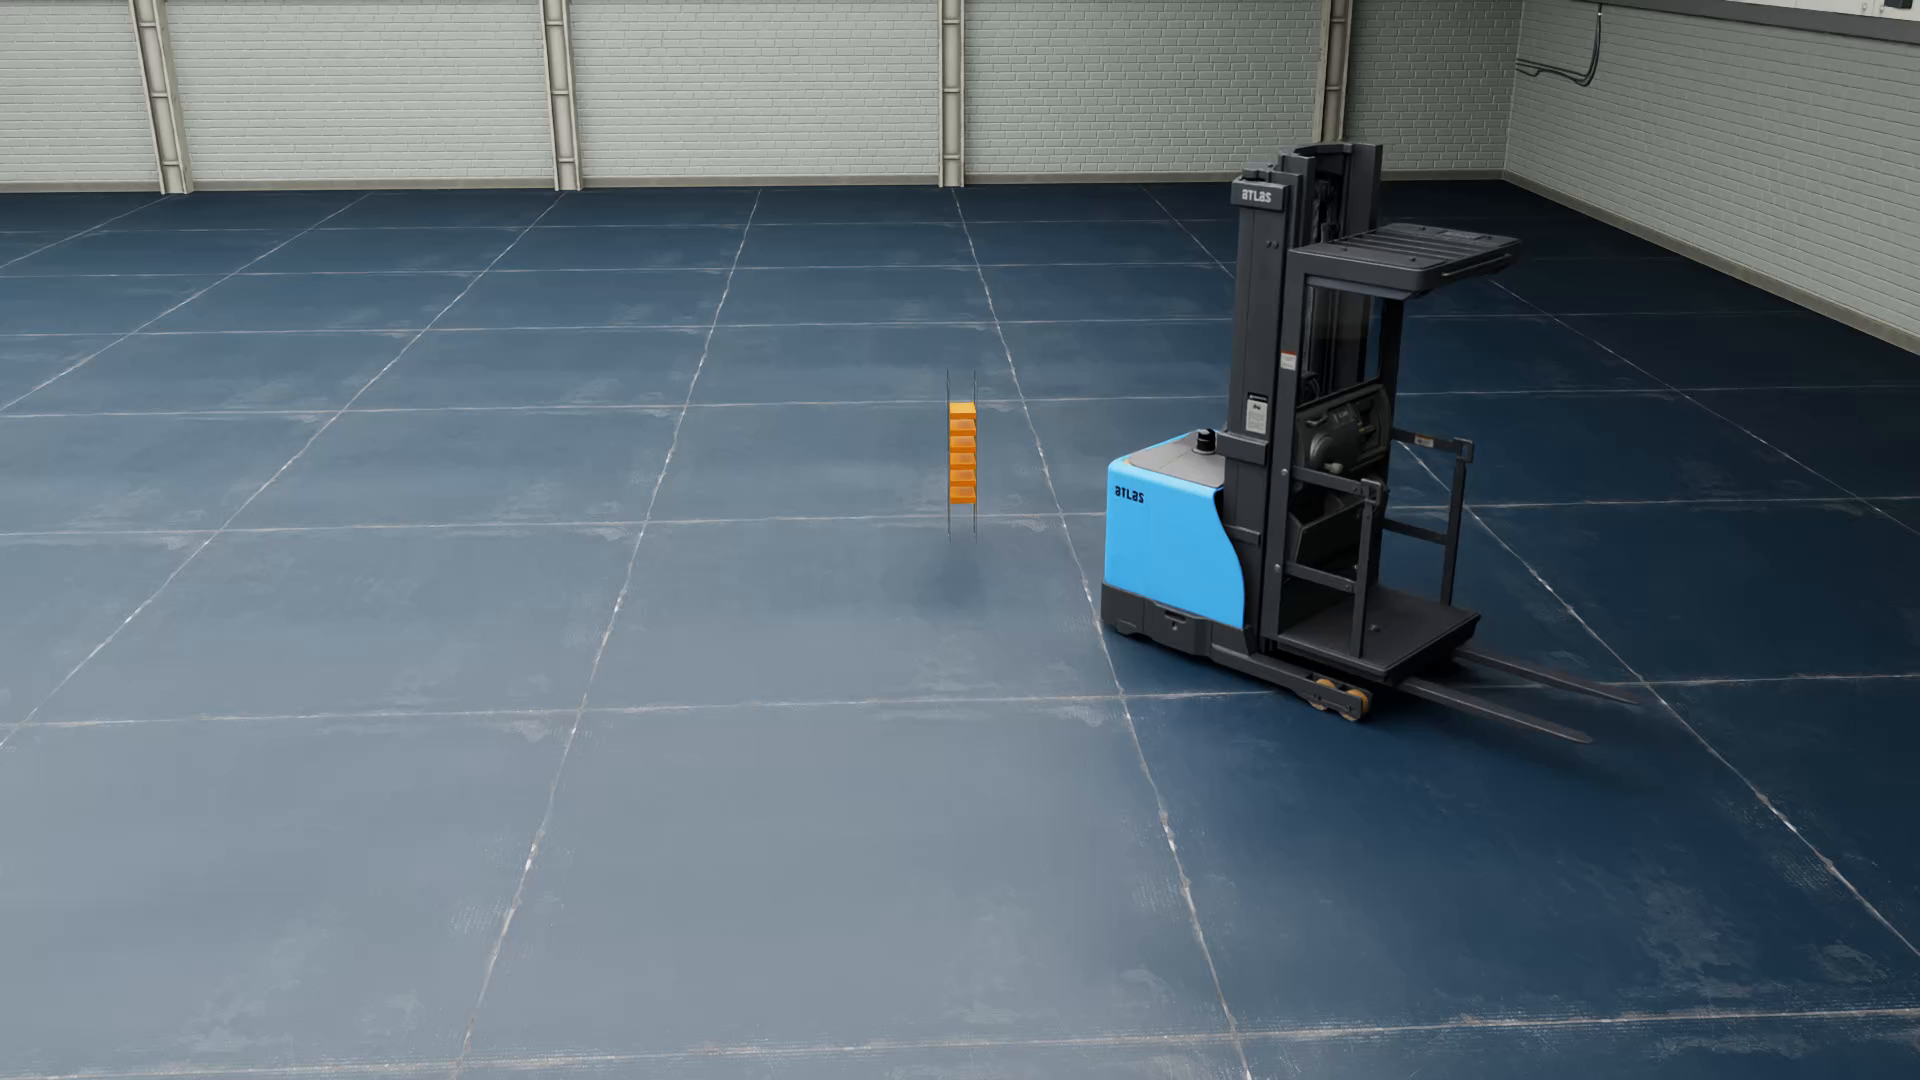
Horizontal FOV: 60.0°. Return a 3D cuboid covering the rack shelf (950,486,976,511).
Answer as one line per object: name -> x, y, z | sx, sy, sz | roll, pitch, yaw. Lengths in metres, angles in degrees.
rack shelf -> 0.014, -0.295, 11.509 | 0.180, 0.103, 0.258 | -1, 21, -3

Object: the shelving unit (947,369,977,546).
shelving unit -> 0.014, -0.561, 11.408 | 0.189, 1.200, 0.258 | -1, 21, -3

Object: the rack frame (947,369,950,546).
rack frame -> -0.077, -0.559, 11.403 | 0.006, 1.200, 0.240 | -1, 21, -3

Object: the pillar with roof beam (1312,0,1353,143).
pillar with roof beam -> 6.097, -8.430, 21.116 | 0.400, 9.000, 9.100 | -1, 21, -3

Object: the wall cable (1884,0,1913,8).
wall cable -> 9.394, -7.766, 14.592 | 0.169, 6.003, 2.305 | -1, 21, -3

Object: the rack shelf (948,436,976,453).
rack shelf -> 0.014, -0.632, 11.381 | 0.180, 0.103, 0.258 | -1, 21, -3

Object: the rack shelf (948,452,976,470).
rack shelf -> 0.014, -0.520, 11.424 | 0.180, 0.103, 0.258 | -1, 21, -3

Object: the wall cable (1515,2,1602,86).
wall cable -> 8.868, -8.098, 24.608 | 0.112, 2.526, 3.097 | -1, 21, -3

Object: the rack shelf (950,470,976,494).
rack shelf -> 0.014, -0.407, 11.467 | 0.180, 0.103, 0.258 | -1, 21, -3

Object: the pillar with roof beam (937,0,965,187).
pillar with roof beam -> 0.107, -8.308, 20.796 | 0.400, 9.000, 9.100 | -1, 21, -3

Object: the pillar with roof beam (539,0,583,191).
pillar with roof beam -> -5.884, -8.186, 20.476 | 0.400, 9.000, 9.100 | -1, 21, -3

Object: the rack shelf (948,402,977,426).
rack shelf -> 0.014, -0.856, 11.296 | 0.180, 0.103, 0.258 | -1, 21, -3

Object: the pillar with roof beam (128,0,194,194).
pillar with roof beam -> -11.874, -8.064, 20.155 | 0.400, 9.000, 9.100 | -1, 21, -3

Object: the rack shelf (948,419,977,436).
rack shelf -> 0.014, -0.744, 11.339 | 0.180, 0.103, 0.258 | -1, 21, -3

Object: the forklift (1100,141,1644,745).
forklift -> 2.278, -0.597, 9.070 | 3.031, 2.935, 1.130 | 19, 28, 40

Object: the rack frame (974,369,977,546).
rack frame -> 0.106, -0.563, 11.413 | 0.006, 1.200, 0.240 | -1, 21, -3
